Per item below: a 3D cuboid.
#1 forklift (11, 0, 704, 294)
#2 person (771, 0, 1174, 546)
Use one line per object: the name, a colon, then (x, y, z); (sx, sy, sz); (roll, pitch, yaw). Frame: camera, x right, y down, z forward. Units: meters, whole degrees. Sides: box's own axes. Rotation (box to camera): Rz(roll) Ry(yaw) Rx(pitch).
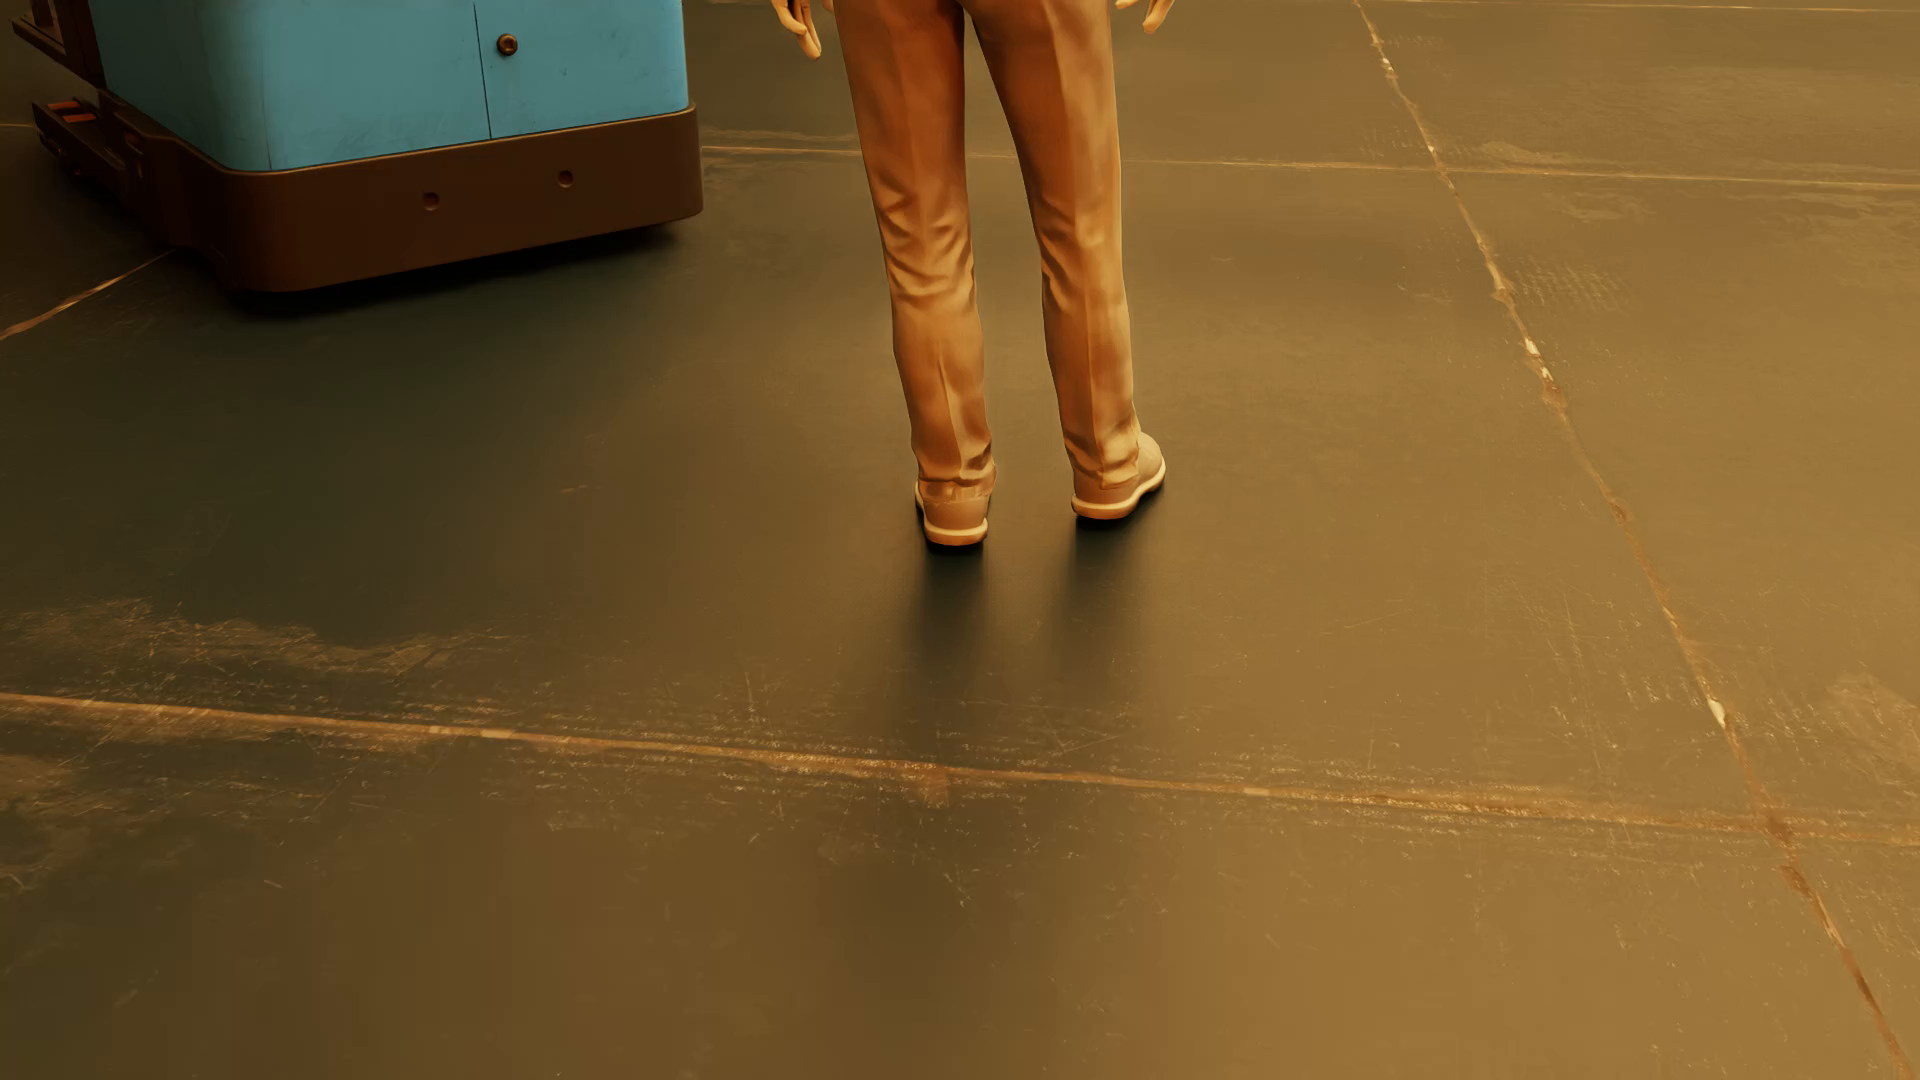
forklift: (-1.893, -2.403, 4.033); (1.130, 2.935, 3.031); (-19, 32, -33)
person: (0.016, -0.795, 2.179); (0.587, 1.694, 0.530); (3, 27, 7)
